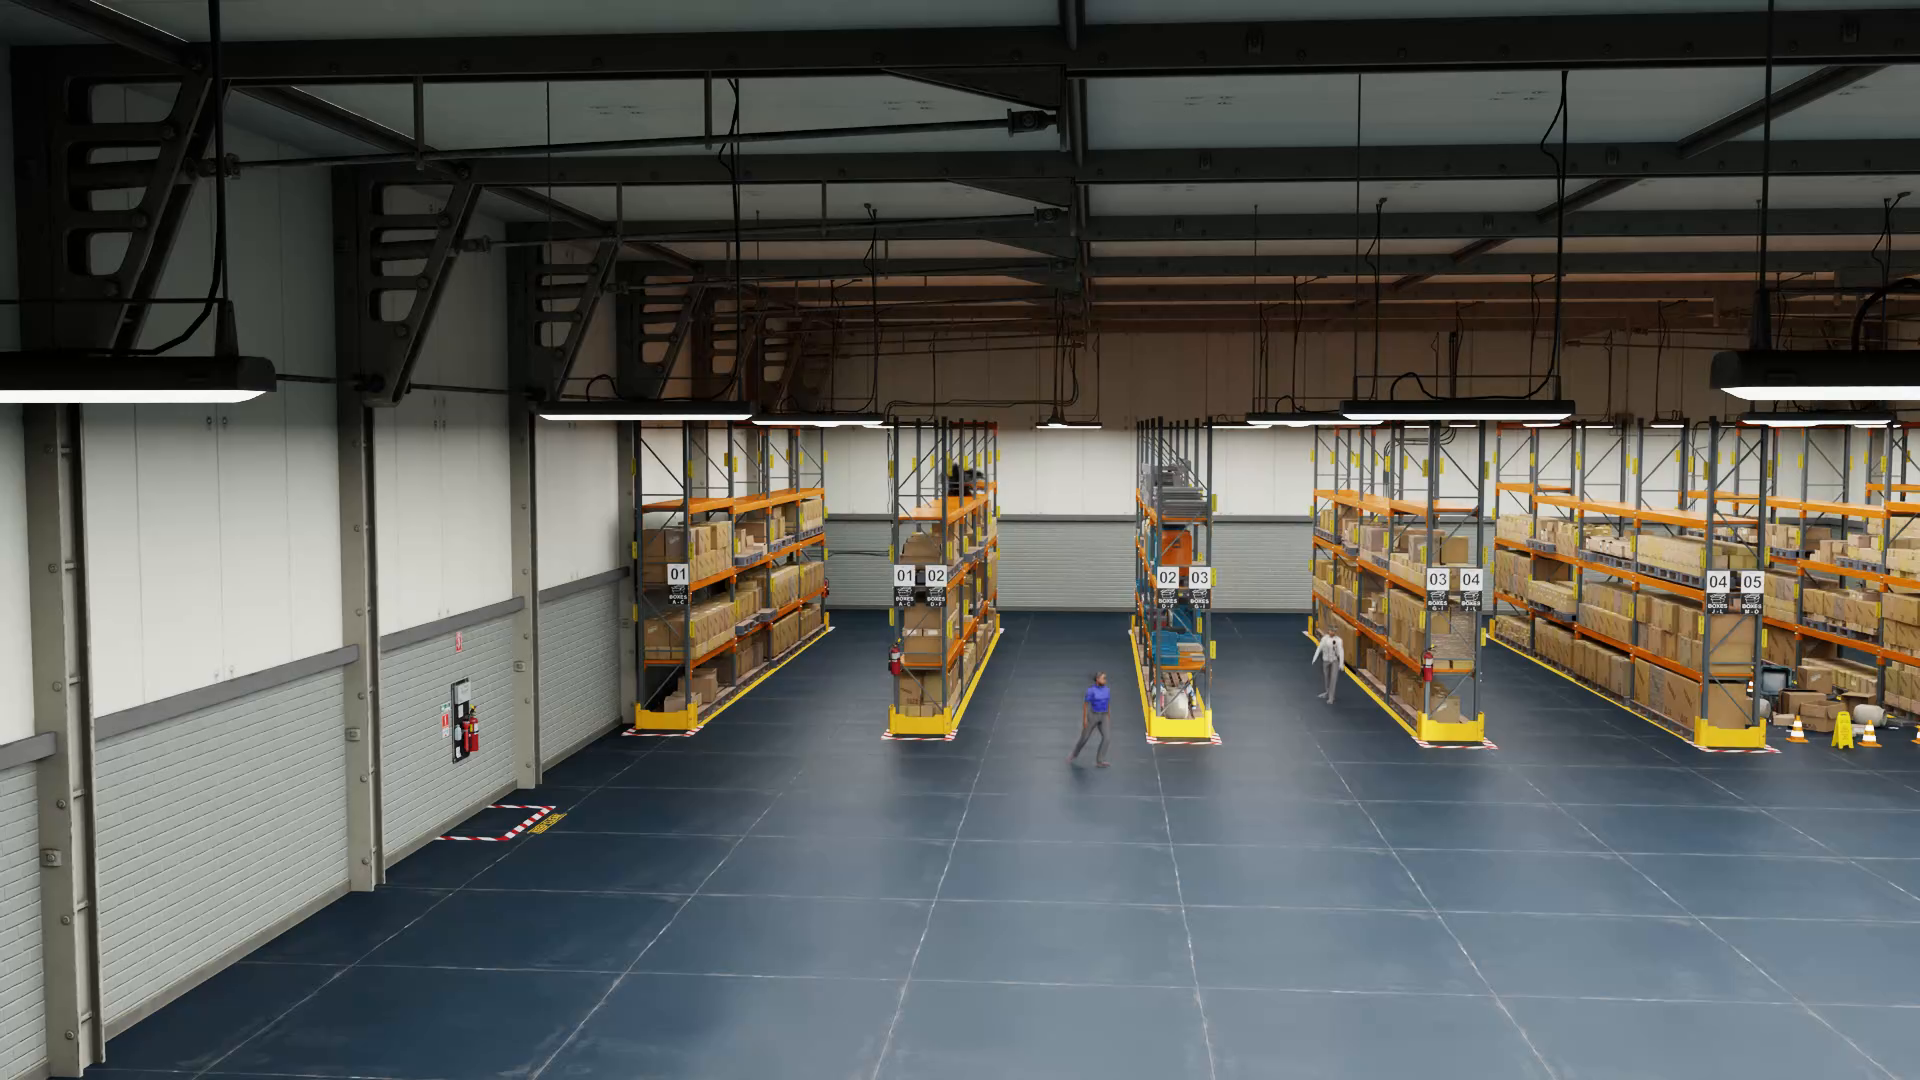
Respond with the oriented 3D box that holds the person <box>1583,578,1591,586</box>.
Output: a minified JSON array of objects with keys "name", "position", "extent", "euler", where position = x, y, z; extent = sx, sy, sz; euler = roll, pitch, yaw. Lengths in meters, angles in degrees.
[{"name":"person","position":[17.070,1.909,45.071],"extent":[0.729,1.744,0.919],"euler":[-1,4,-18]}]

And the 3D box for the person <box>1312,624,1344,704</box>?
[{"name":"person","position":[7.843,2.601,35.331],"extent":[0.648,1.657,0.743],"euler":[3,5,39]}]

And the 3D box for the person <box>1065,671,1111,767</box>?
[{"name":"person","position":[2.229,3.049,28.418],"extent":[0.717,1.627,0.637],"euler":[-2,4,-29]}]
